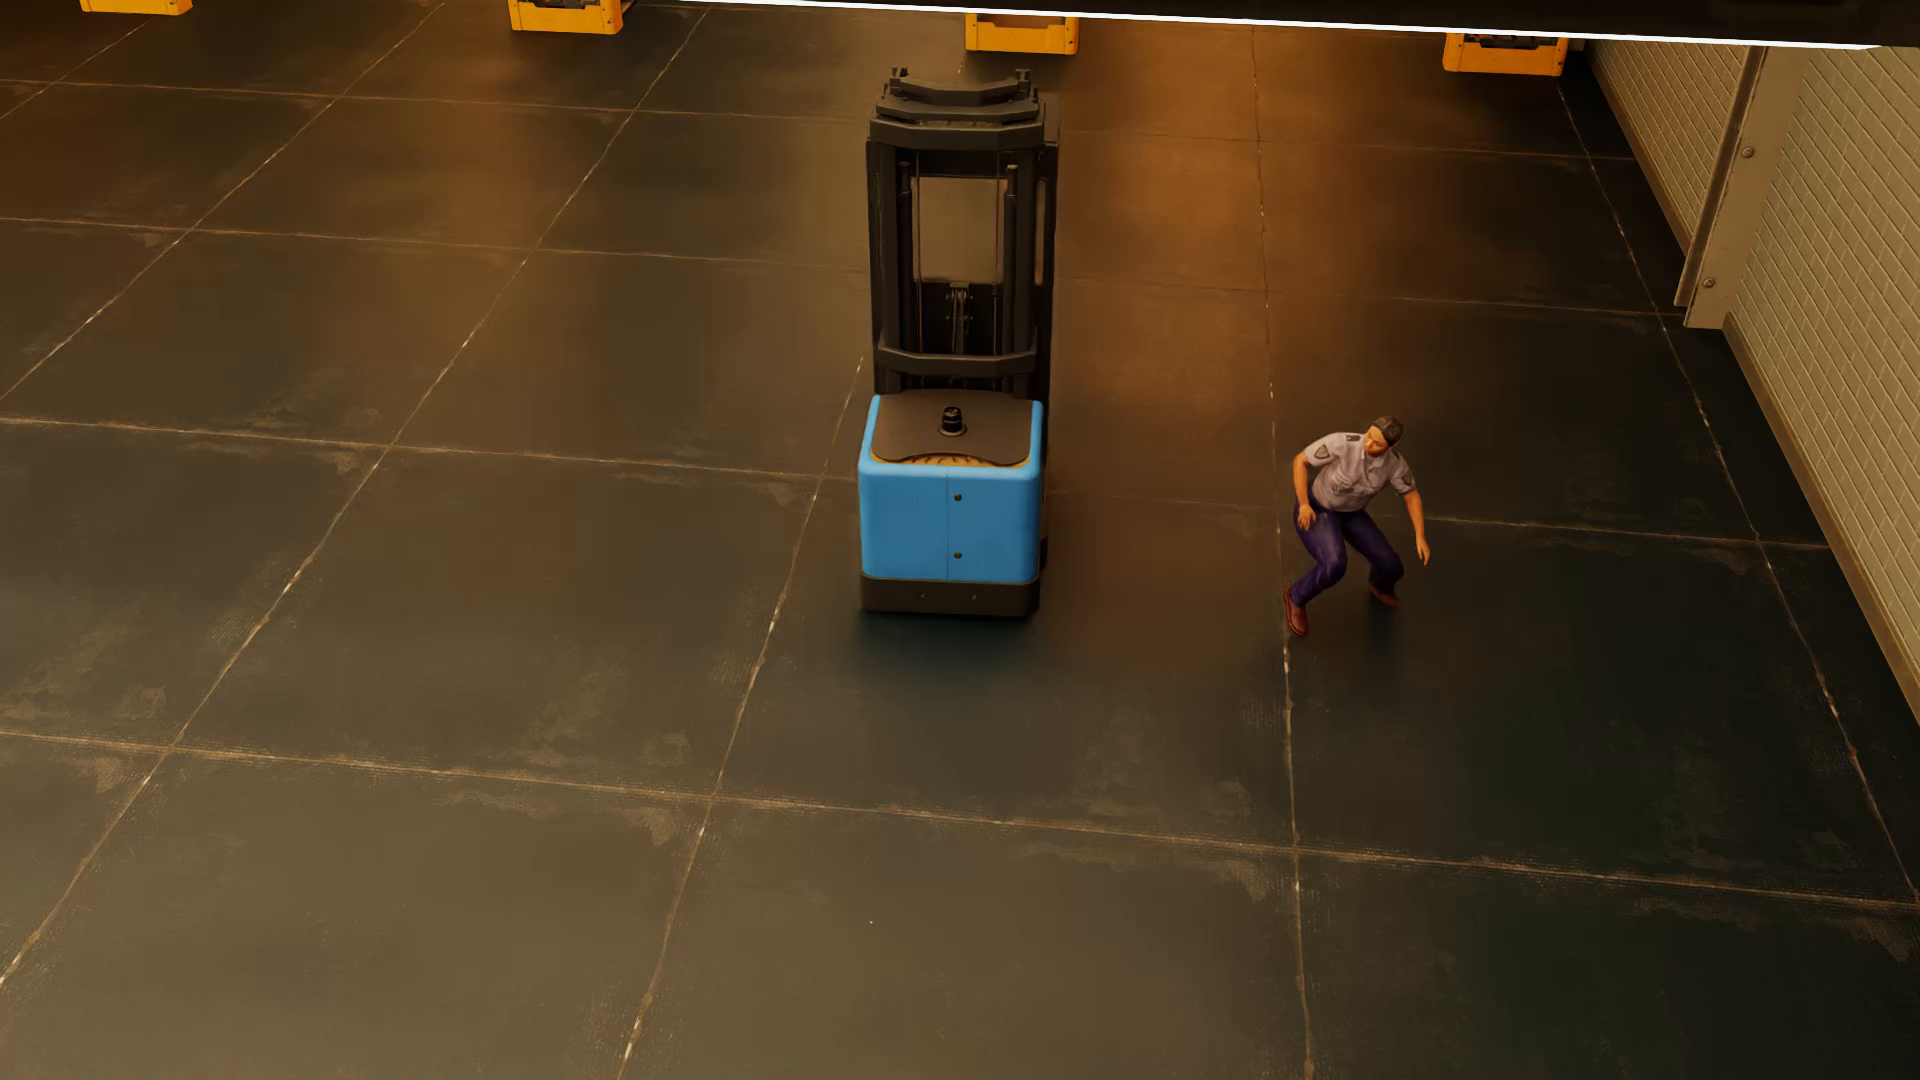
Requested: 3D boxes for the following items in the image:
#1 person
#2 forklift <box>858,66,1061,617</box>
[{"bbox_3d":[2.260,-0.107,9.509,0.825,1.439,0.632,-10,38,-14],"label":"person"},{"bbox_3d":[0.028,-1.583,10.178,1.130,2.935,3.031,2,36,3],"label":"forklift"}]
